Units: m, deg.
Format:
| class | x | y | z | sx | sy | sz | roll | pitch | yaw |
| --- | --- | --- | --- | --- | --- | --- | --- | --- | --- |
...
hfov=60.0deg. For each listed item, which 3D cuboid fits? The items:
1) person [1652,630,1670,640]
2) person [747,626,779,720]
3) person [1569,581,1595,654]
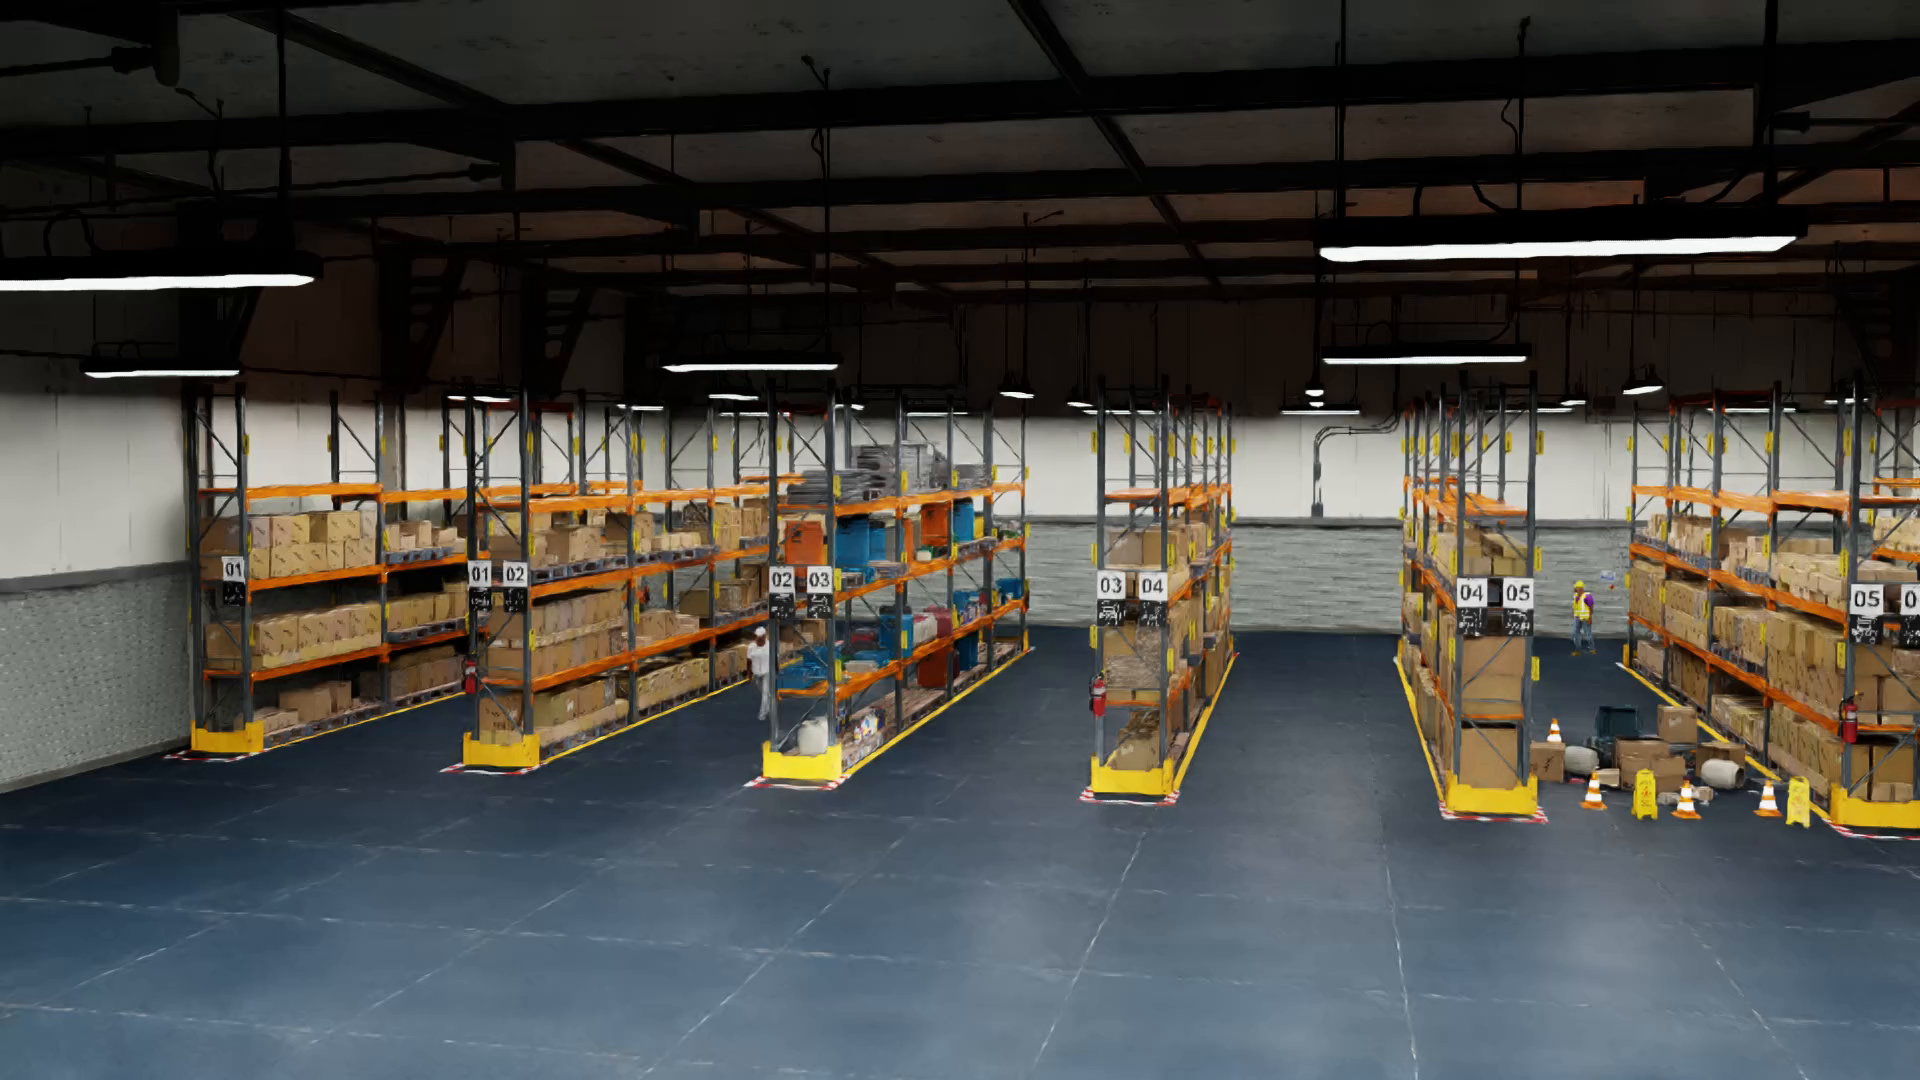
| class | x | y | z | sx | sy | sz | roll | pitch | yaw |
| --- | --- | --- | --- | --- | --- | --- | --- | --- | --- |
| person | 17.395 | 1.853 | 41.106 | 0.517 | 1.598 | 0.810 | 2 | 4 | 35 |
| person | -3.633 | 2.406 | 30.429 | 0.577 | 1.691 | 1.121 | 1 | 3 | 14 |
| person | 14.895 | 1.860 | 39.764 | 0.595 | 1.757 | 0.595 | -2 | 4 | -30 |
